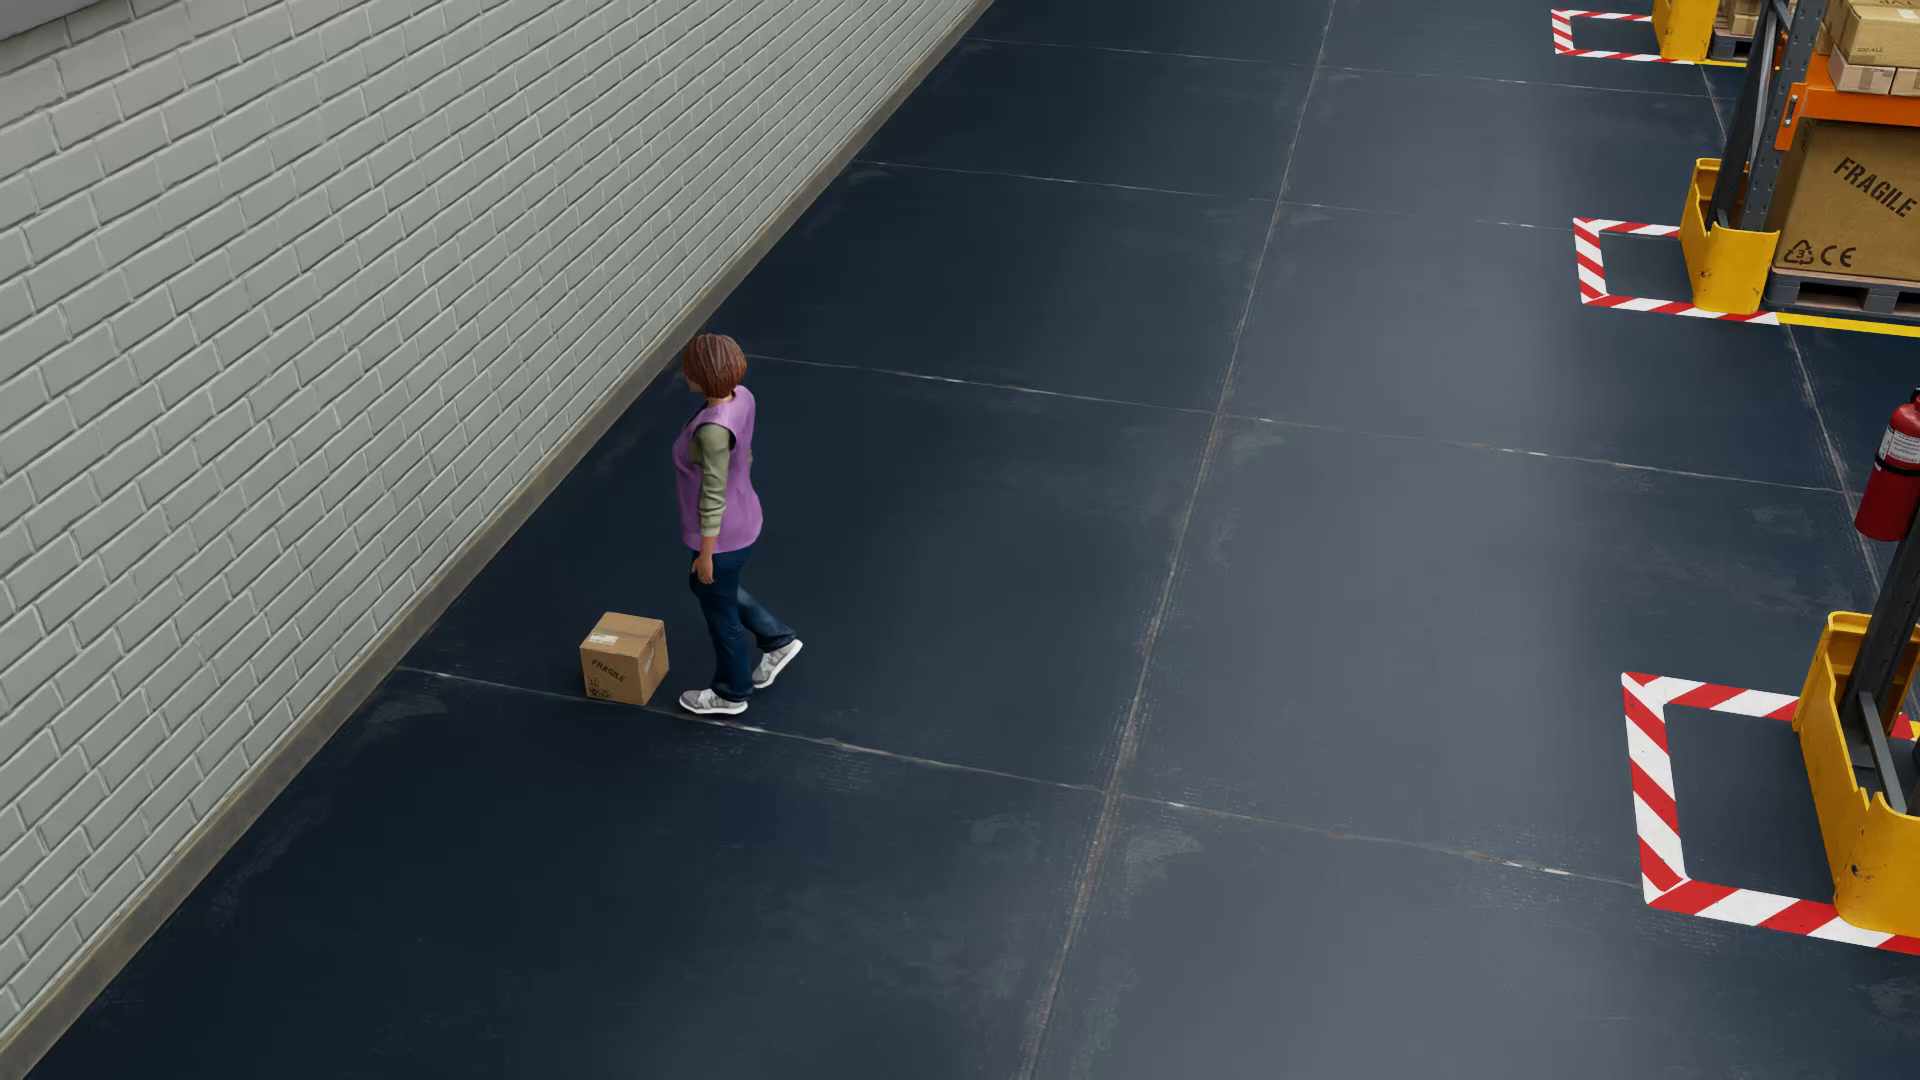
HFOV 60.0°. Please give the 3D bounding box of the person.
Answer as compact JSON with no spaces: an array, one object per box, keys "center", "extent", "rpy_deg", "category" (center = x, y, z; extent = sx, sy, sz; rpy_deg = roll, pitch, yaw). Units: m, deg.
[{"center":[-0.872,-0.028,6.169],"extent":[0.466,1.593,0.431],"rpy_deg":[3,33,4],"category":"person"}]
